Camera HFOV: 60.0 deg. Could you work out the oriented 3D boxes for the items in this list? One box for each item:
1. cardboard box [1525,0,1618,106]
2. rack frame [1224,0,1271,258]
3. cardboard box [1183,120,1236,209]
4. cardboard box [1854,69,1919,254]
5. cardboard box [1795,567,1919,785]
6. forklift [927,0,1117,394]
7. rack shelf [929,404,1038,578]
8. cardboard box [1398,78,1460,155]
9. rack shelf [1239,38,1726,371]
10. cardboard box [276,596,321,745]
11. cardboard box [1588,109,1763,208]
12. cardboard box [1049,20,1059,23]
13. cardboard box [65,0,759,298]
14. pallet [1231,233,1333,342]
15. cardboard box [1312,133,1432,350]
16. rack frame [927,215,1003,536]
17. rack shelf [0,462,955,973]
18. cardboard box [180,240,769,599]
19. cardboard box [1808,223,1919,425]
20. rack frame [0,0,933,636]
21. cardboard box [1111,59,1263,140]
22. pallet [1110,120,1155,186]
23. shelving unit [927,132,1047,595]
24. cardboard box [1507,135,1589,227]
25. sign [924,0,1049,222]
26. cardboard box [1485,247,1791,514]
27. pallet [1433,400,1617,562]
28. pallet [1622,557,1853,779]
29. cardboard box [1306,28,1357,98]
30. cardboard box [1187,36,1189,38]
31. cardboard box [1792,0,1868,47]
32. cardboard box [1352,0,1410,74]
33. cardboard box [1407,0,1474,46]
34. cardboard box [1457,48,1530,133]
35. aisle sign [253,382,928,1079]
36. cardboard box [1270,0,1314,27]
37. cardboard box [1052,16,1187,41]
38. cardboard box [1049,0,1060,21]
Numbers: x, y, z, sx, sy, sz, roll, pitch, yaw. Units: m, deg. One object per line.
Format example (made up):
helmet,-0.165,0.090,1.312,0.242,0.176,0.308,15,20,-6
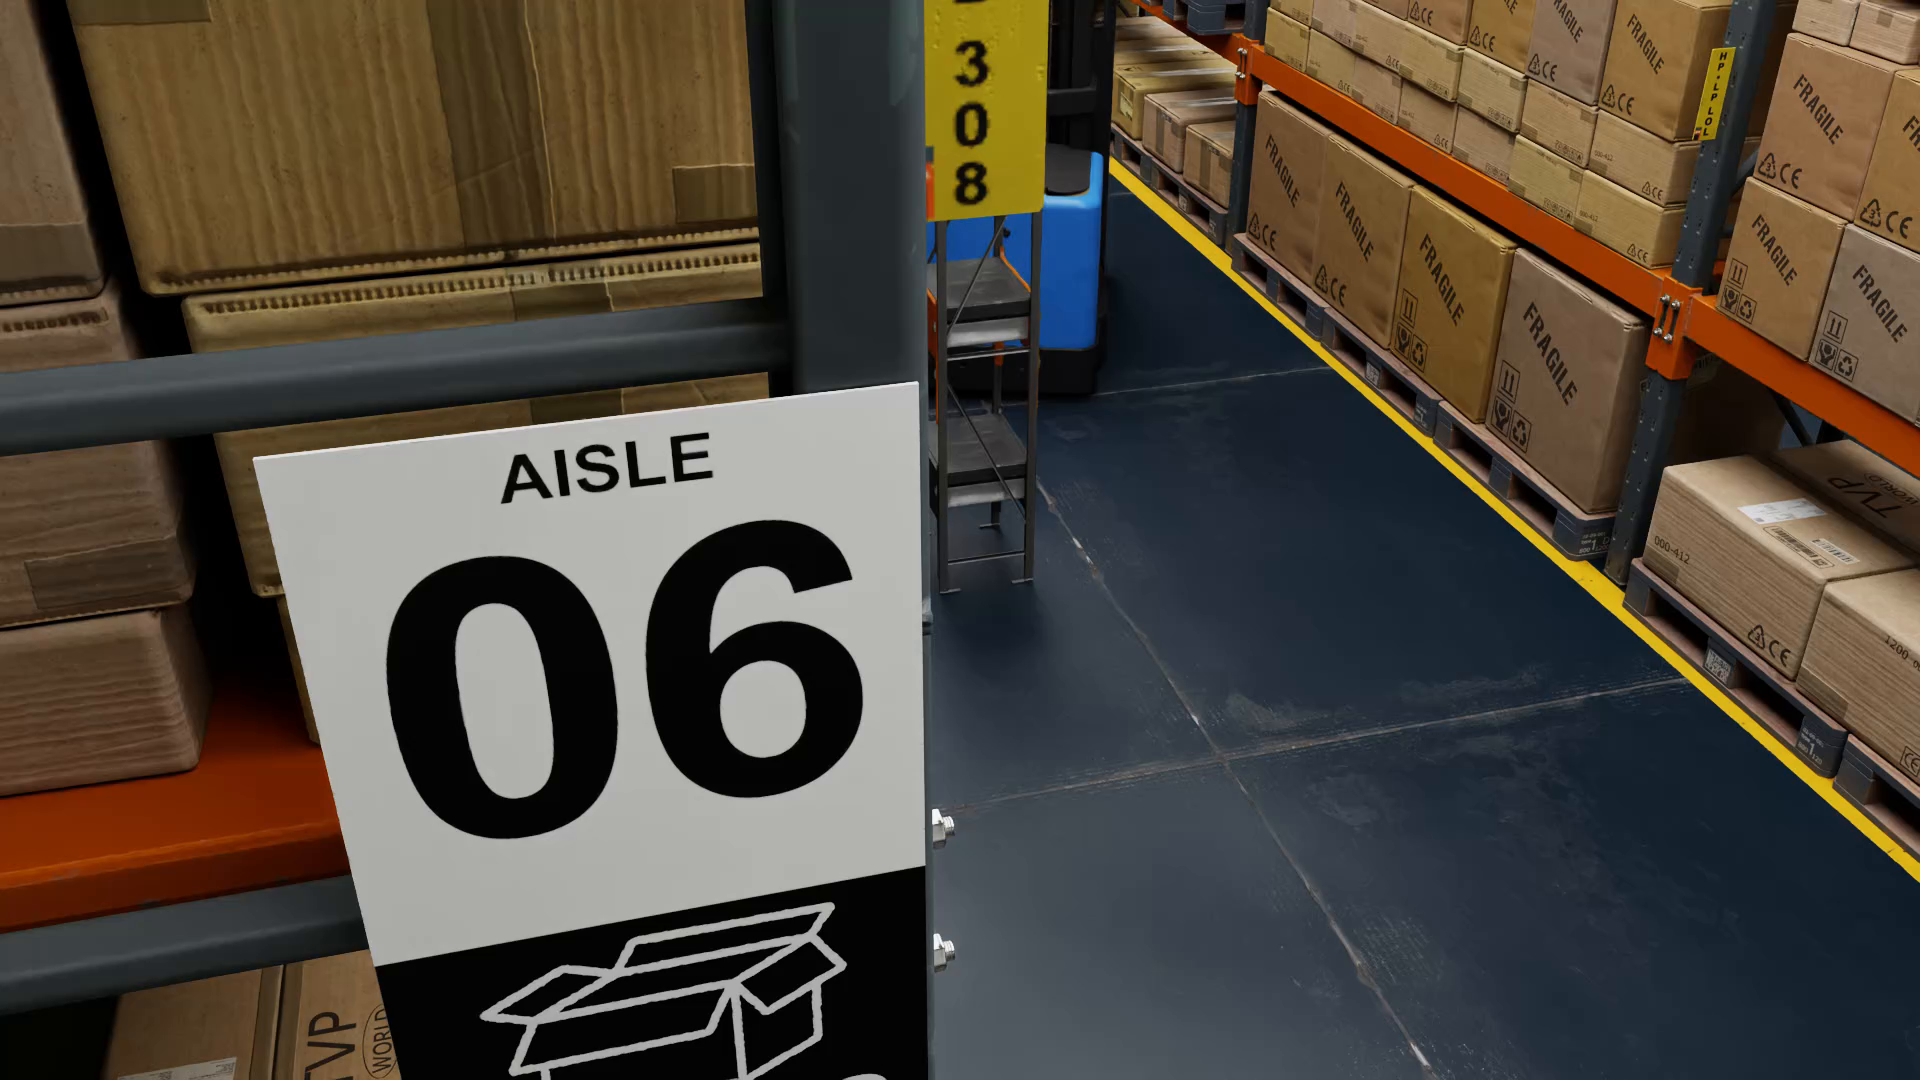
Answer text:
cardboard box,2.700,-2.102,6.789,0.500,0.500,0.500,-7,31,-12
rack frame,2.144,-3.126,9.657,1.000,3.000,0.127,-8,31,-13
cardboard box,2.003,-2.445,10.684,0.950,0.372,0.625,-10,32,-17
cardboard box,3.226,-1.164,5.168,0.500,0.500,0.500,-8,31,-14
cardboard box,3.507,0.482,5.561,0.875,0.438,0.875,-9,31,-15
forklift,0.296,-2.716,9.017,1.130,2.935,3.031,3,30,4
rack shelf,0.044,-0.211,6.943,0.431,0.518,0.480,-8,31,-13
cardboard box,2.452,-2.054,7.954,0.500,0.250,0.500,-8,31,-13
rack shelf,2.675,-1.849,8.168,1.077,0.370,4.000,-8,31,-13
cardboard box,-0.378,0.025,1.469,0.380,0.149,0.250,-7,31,-12
cardboard box,2.854,-1.527,6.544,0.500,0.250,0.500,-8,31,-13
cardboard box,0.666,-4.300,14.010,0.500,0.250,0.500,-6,31,-11
cardboard box,-0.393,-0.427,1.353,0.500,0.250,0.500,-8,31,-14
pallet,2.280,-1.529,9.680,1.003,0.211,1.213,-8,31,-13
cardboard box,2.480,-1.613,8.743,0.875,0.875,0.875,-7,31,-13
rack frame,-0.021,-0.947,6.789,0.400,2.100,0.015,-8,31,-13
rack shelf,-1.048,-0.554,2.936,1.077,0.370,4.000,-8,31,-13
cardboard box,-0.372,-0.213,1.483,0.500,0.250,0.500,-8,31,-14
cardboard box,3.207,-0.733,5.422,0.500,0.500,0.500,-8,31,-13
rack frame,-0.517,-1.197,0.335,1.000,3.000,0.127,-8,31,-13
cardboard box,1.604,-3.167,11.932,0.950,0.372,0.625,-7,31,-12
pallet,1.618,-2.885,12.024,1.003,0.211,1.213,-8,31,-13
shelving unit,0.044,-0.829,6.586,0.431,2.100,0.503,-8,31,-13
cardboard box,2.709,-1.559,7.099,0.500,0.250,0.500,-8,31,-14
sign,0.006,-0.349,0.993,0.100,0.325,0.005,-8,31,-13
cardboard box,2.964,-0.745,7.245,0.875,0.875,0.875,-7,31,-12
pallet,2.928,-0.350,7.644,1.003,0.211,1.213,-8,31,-13
pallet,3.332,0.390,6.365,1.003,0.211,1.213,-8,31,-13
cardboard box,2.184,-2.546,8.804,0.500,0.250,0.500,-9,31,-15
cardboard box,2.110,-4.676,14.827,0.500,0.500,0.500,13,32,21
cardboard box,3.039,-1.764,5.558,0.380,0.149,0.250,-8,31,-14
cardboard box,2.297,-2.508,8.240,0.500,0.250,0.500,-8,31,-13
cardboard box,2.433,-2.597,7.645,0.500,0.500,0.500,-7,31,-12
cardboard box,2.571,-2.016,7.390,0.500,0.250,0.500,-7,31,-12
aisle sign,-0.216,0.268,1.198,0.394,0.787,0.004,-8,31,-13
cardboard box,2.040,-3.000,9.090,0.500,0.250,0.500,-8,31,-14
cardboard box,1.224,-3.850,13.111,0.950,0.372,0.625,-7,31,-13
cardboard box,0.666,-4.625,13.823,0.500,0.500,0.500,-8,31,-14
